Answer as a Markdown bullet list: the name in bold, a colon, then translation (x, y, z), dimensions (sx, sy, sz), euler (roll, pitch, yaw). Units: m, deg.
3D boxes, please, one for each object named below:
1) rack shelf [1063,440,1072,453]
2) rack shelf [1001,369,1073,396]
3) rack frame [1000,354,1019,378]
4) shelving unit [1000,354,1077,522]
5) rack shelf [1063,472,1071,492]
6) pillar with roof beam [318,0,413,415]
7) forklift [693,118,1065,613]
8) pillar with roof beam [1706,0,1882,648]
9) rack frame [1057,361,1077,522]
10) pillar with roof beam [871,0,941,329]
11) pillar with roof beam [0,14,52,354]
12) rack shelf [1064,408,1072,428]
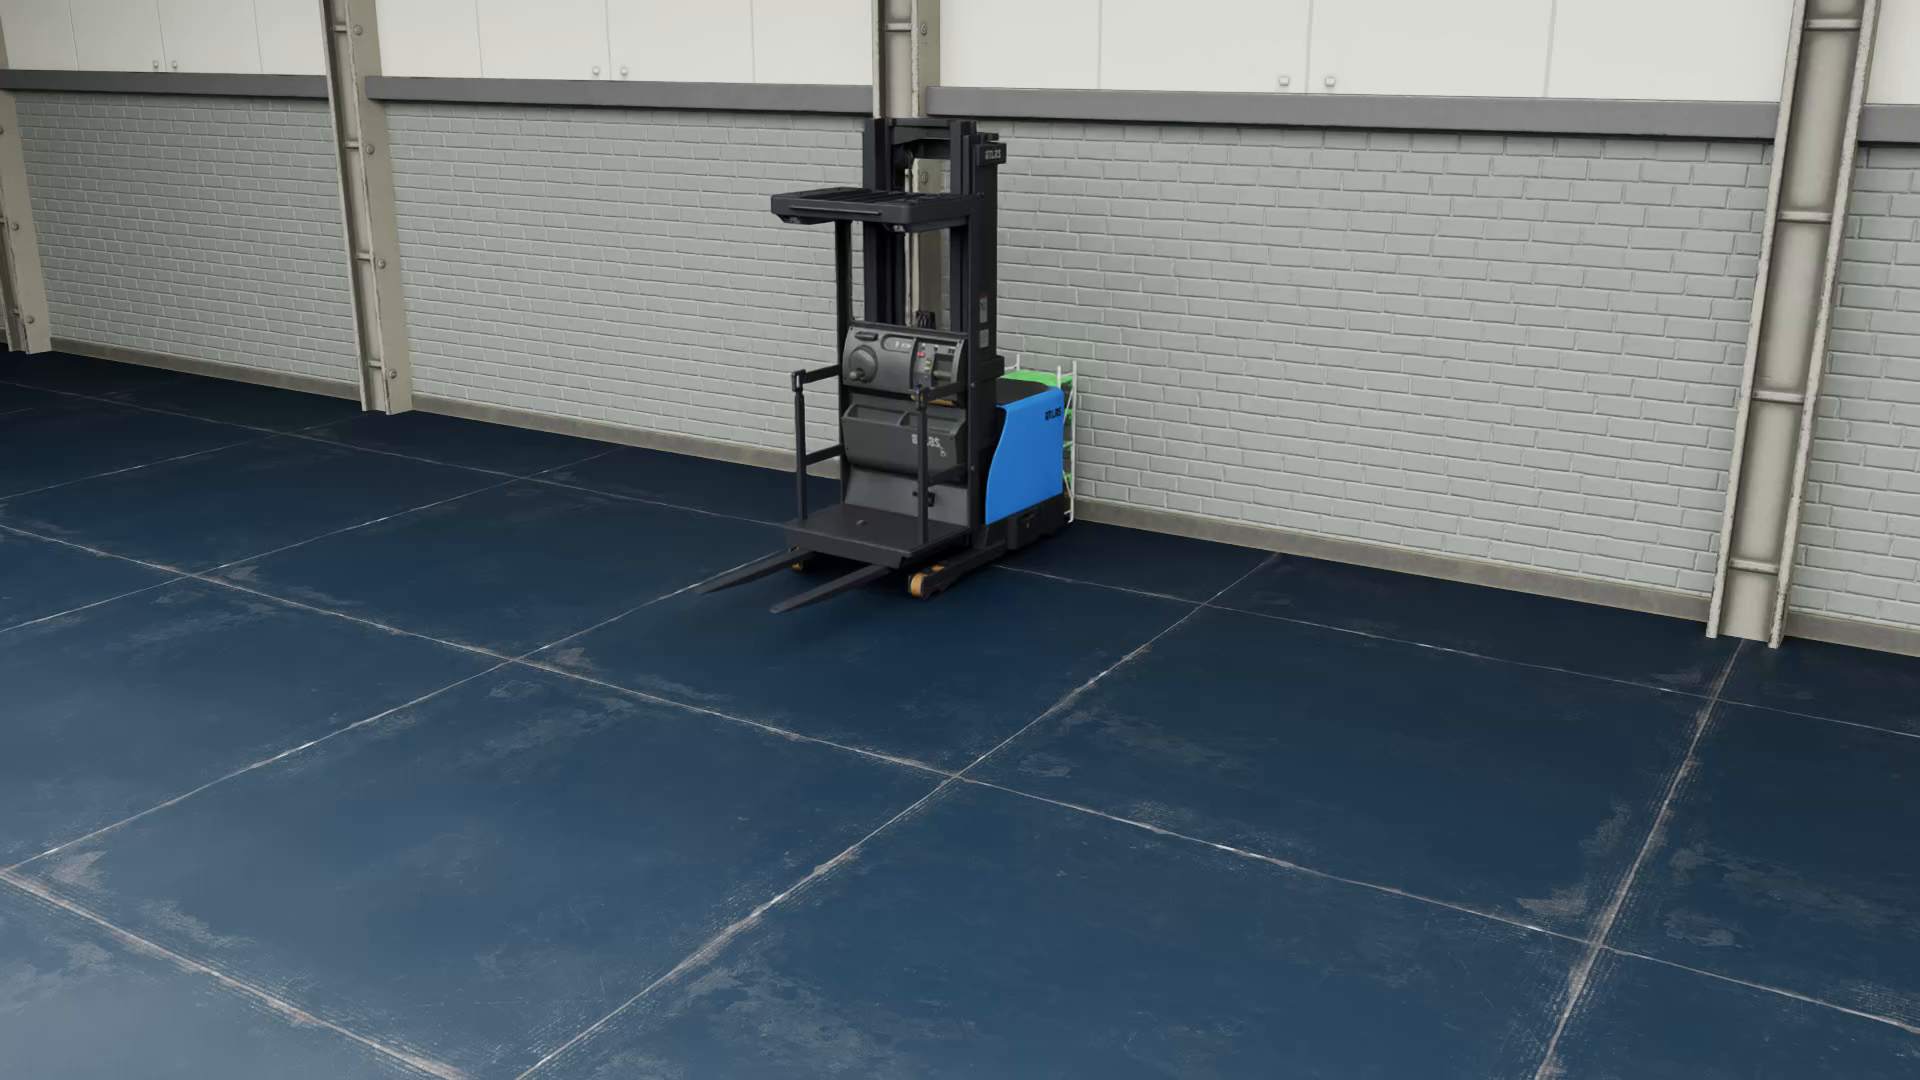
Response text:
- **rack shelf**: translation (0.566, -0.669, 12.238), dimensions (0.480, 0.148, 0.258), euler (11, 20, 33)
- **rack shelf**: translation (0.567, -1.128, 12.099), dimensions (0.480, 0.148, 0.258), euler (11, 20, 33)
- **rack frame**: translation (0.365, -0.770, 12.351), dimensions (0.015, 1.200, 0.240), euler (11, 20, 33)
- **shelving unit**: translation (0.566, -0.730, 12.219), dimensions (0.503, 1.200, 0.258), euler (11, 20, 33)
- **rack shelf**: translation (0.566, -0.439, 12.307), dimensions (0.480, 0.148, 0.258), euler (11, 20, 33)
- **pillar with roof beam**: translation (-7.755, -4.494, 11.193), dimensions (0.400, 9.000, 9.100), euler (10, 20, 30)
- **forklift**: translation (-0.494, -1.183, 10.733), dimensions (1.130, 2.935, 3.031), euler (11, 20, 33)
- **pillar with roof beam**: translation (2.470, -2.669, 5.184), dimensions (0.400, 9.000, 9.100), euler (10, 20, 30)
- **rack frame**: translation (0.768, -0.690, 12.088), dimensions (0.015, 1.200, 0.240), euler (11, 20, 33)
- **pillar with roof beam**: translation (-2.642, -3.581, 8.189), dimensions (0.400, 9.000, 9.100), euler (10, 20, 30)
- **pillar with roof beam**: translation (-12.868, -5.407, 14.198), dimensions (0.400, 9.000, 9.100), euler (10, 20, 30)
- **rack shelf**: translation (0.566, -0.899, 12.168), dimensions (0.480, 0.148, 0.258), euler (11, 20, 33)
